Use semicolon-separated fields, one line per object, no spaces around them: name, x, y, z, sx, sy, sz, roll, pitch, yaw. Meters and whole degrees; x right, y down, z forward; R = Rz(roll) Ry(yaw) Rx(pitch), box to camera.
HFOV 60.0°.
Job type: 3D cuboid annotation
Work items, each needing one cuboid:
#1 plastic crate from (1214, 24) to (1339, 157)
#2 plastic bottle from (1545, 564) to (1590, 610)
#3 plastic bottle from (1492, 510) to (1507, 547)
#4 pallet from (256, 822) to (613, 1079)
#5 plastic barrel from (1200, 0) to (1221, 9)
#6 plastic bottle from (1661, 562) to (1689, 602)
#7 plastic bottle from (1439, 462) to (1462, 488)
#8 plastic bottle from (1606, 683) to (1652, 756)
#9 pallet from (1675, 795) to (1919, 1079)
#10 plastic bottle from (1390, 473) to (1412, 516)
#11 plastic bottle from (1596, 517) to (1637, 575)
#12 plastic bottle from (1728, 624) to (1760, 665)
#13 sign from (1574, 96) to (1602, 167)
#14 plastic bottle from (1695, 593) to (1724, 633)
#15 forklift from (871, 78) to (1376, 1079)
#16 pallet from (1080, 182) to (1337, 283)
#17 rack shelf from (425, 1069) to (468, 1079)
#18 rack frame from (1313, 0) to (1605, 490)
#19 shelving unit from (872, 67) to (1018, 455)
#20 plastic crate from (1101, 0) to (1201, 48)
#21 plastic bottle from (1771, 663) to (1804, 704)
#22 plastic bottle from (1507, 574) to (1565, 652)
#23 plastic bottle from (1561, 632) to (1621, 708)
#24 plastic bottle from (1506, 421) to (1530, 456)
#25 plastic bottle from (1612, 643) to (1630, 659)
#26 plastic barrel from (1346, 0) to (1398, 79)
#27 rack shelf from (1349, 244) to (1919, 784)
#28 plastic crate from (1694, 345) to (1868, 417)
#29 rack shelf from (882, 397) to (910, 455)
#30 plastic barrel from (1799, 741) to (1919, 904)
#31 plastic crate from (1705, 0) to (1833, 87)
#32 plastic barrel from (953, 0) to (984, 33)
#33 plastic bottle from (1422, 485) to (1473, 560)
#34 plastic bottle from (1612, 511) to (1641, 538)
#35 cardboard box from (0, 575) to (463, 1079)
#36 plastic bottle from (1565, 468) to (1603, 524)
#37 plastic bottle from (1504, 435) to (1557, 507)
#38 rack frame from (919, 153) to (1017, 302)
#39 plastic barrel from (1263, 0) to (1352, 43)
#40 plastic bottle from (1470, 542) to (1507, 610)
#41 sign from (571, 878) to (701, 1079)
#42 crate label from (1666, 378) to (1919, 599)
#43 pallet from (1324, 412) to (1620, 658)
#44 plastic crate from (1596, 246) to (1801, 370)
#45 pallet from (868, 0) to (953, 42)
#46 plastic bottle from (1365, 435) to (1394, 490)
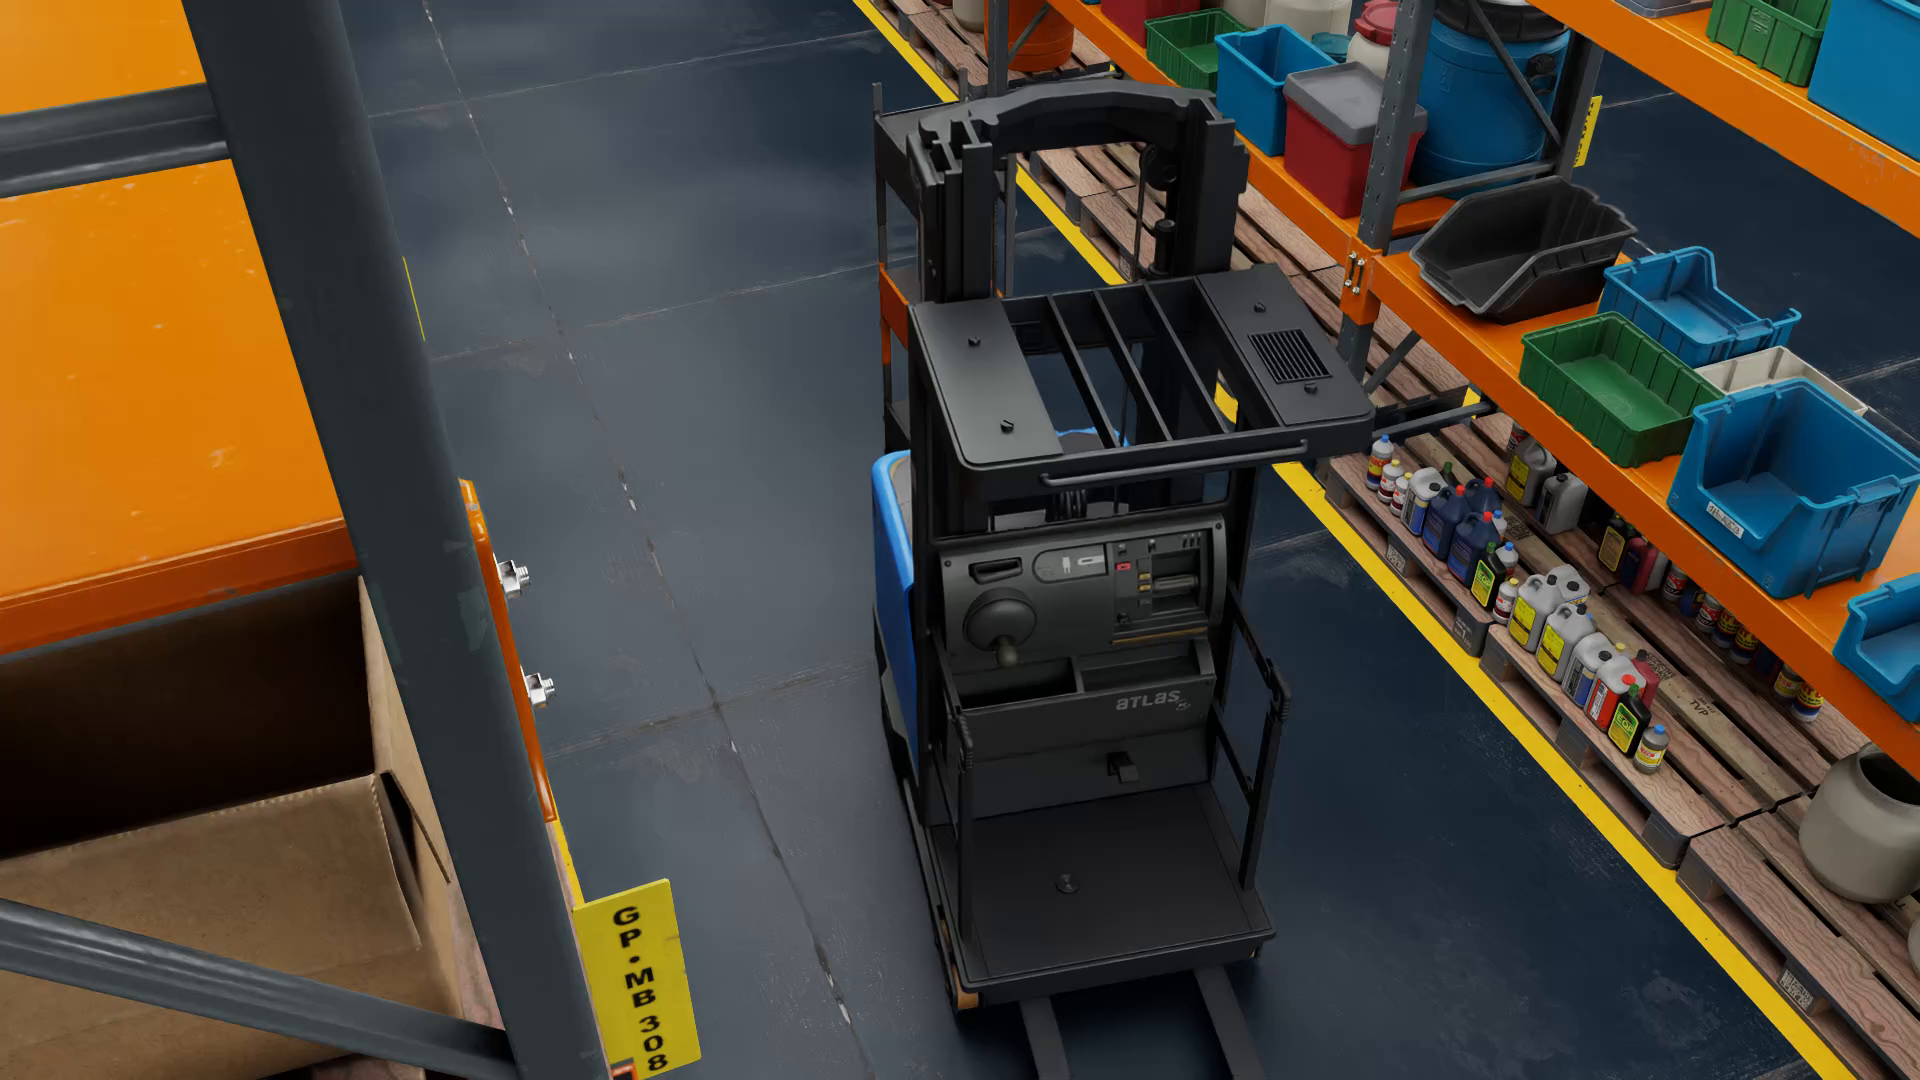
plastic crate;1.481;-2.111;7.835;0.392;0.384;0.575;-15;43;-17
plastic bottle;2.478;0.244;6.836;0.152;0.276;0.135;-15;43;-17
plastic bottle;2.283;-0.015;7.141;0.097;0.271;0.097;0;41;0
pallet;-1.103;0.577;2.464;1.003;0.211;1.213;-15;43;-17
plastic barrel;1.412;-3.162;8.959;0.421;0.512;0.421;0;41;0
plastic bottle;3.029;0.154;6.998;0.097;0.201;0.097;0;41;0
plastic bottle;2.155;-0.204;7.351;0.061;0.283;0.133;-15;43;-17
plastic bottle;2.552;0.680;6.323;0.061;0.283;0.133;-14;43;-16
pallet;3.343;1.412;5.864;1.003;0.211;1.213;-15;43;-17
plastic bottle;1.985;-0.212;7.423;0.097;0.201;0.097;0;41;0
plastic bottle;2.815;0.001;7.113;0.061;0.283;0.133;-15;43;-17
plastic bottle;3.184;0.371;6.692;0.097;0.271;0.097;0;41;0
sign;2.703;-1.765;7.209;0.100;0.325;0.005;-15;43;-17
plastic bottle;3.108;0.278;6.854;0.097;0.201;0.097;0;41;0
forklift;0.445;0.245;5.135;1.130;2.935;3.031;-8;41;-9
pallet;1.384;-1.672;9.451;1.003;0.211;1.213;-15;43;-17
rack shelf;-1.622;0.044;3.568;1.077;0.370;4.000;-15;43;-17
rack frame;2.191;-1.530;7.147;1.000;3.000;0.127;-15;43;-17
shelving unit;-0.063;-0.896;7.100;0.431;2.100;0.503;-15;43;-17
plastic crate;0.996;-2.914;8.707;0.402;0.464;0.583;-15;43;-17
plastic bottle;3.276;0.542;6.547;0.097;0.201;0.097;0;41;0
plastic bottle;2.351;0.267;6.751;0.144;0.351;0.185;-15;43;-17
plastic bottle;2.489;0.507;6.531;0.152;0.276;0.135;-16;43;-18
plastic bottle;2.617;-0.495;7.752;0.097;0.201;0.097;0;41;0
plastic bottle;2.597;0.492;6.604;0.097;0.201;0.097;0;41;0
plastic barrel;2.027;-2.212;7.836;0.433;0.535;0.433;0;41;0
rack shelf;2.956;-0.052;5.980;1.077;0.370;4.000;-15;43;-17
plastic crate;3.046;-0.515;6.169;0.530;0.136;0.437;-15;43;-17
rack shelf;-0.063;-0.355;7.565;0.431;0.518;0.480;-15;43;-17
plastic barrel;3.207;0.985;5.809;0.421;0.512;0.421;0;41;0
plastic crate;2.543;-1.568;5.054;0.336;0.188;0.450;-15;43;-17
plastic barrel;0.159;-3.764;11.331;0.421;0.512;0.421;0;41;0
plastic bottle;2.116;-0.102;7.181;0.144;0.351;0.185;-14;43;-16
plastic bottle;2.900;-0.066;7.139;0.144;0.351;0.185;-15;43;-17
cardboard box;-1.073;0.377;2.120;0.797;0.503;0.637;-12;42;-14
plastic bottle;2.777;-0.261;7.365;0.144;0.351;0.185;-17;44;-19
plastic bottle;2.570;-0.340;7.458;0.144;0.351;0.185;-15;43;-17
rack frame;0.030;-0.749;6.929;0.400;2.100;0.015;-15;43;-17
plastic barrel;1.746;-2.654;8.350;0.433;0.535;0.433;0;41;0
plastic bottle;2.213;0.147;6.943;0.061;0.283;0.133;-13;42;-15
sign;-0.342;0.480;1.778;0.100;0.325;0.005;-15;43;-17
crate label;2.767;-0.175;5.544;0.502;0.435;0.616;-15;43;-17
pallet;2.409;-0.057;7.574;1.003;0.211;1.213;-15;43;-17
plastic crate;2.865;-0.874;6.499;0.499;0.251;0.616;-15;43;-17
pallet;-0.143;-4.080;12.252;1.003;0.211;1.213;-15;43;-17
plastic bottle;1.908;-0.361;7.543;0.097;0.271;0.097;0;41;0
